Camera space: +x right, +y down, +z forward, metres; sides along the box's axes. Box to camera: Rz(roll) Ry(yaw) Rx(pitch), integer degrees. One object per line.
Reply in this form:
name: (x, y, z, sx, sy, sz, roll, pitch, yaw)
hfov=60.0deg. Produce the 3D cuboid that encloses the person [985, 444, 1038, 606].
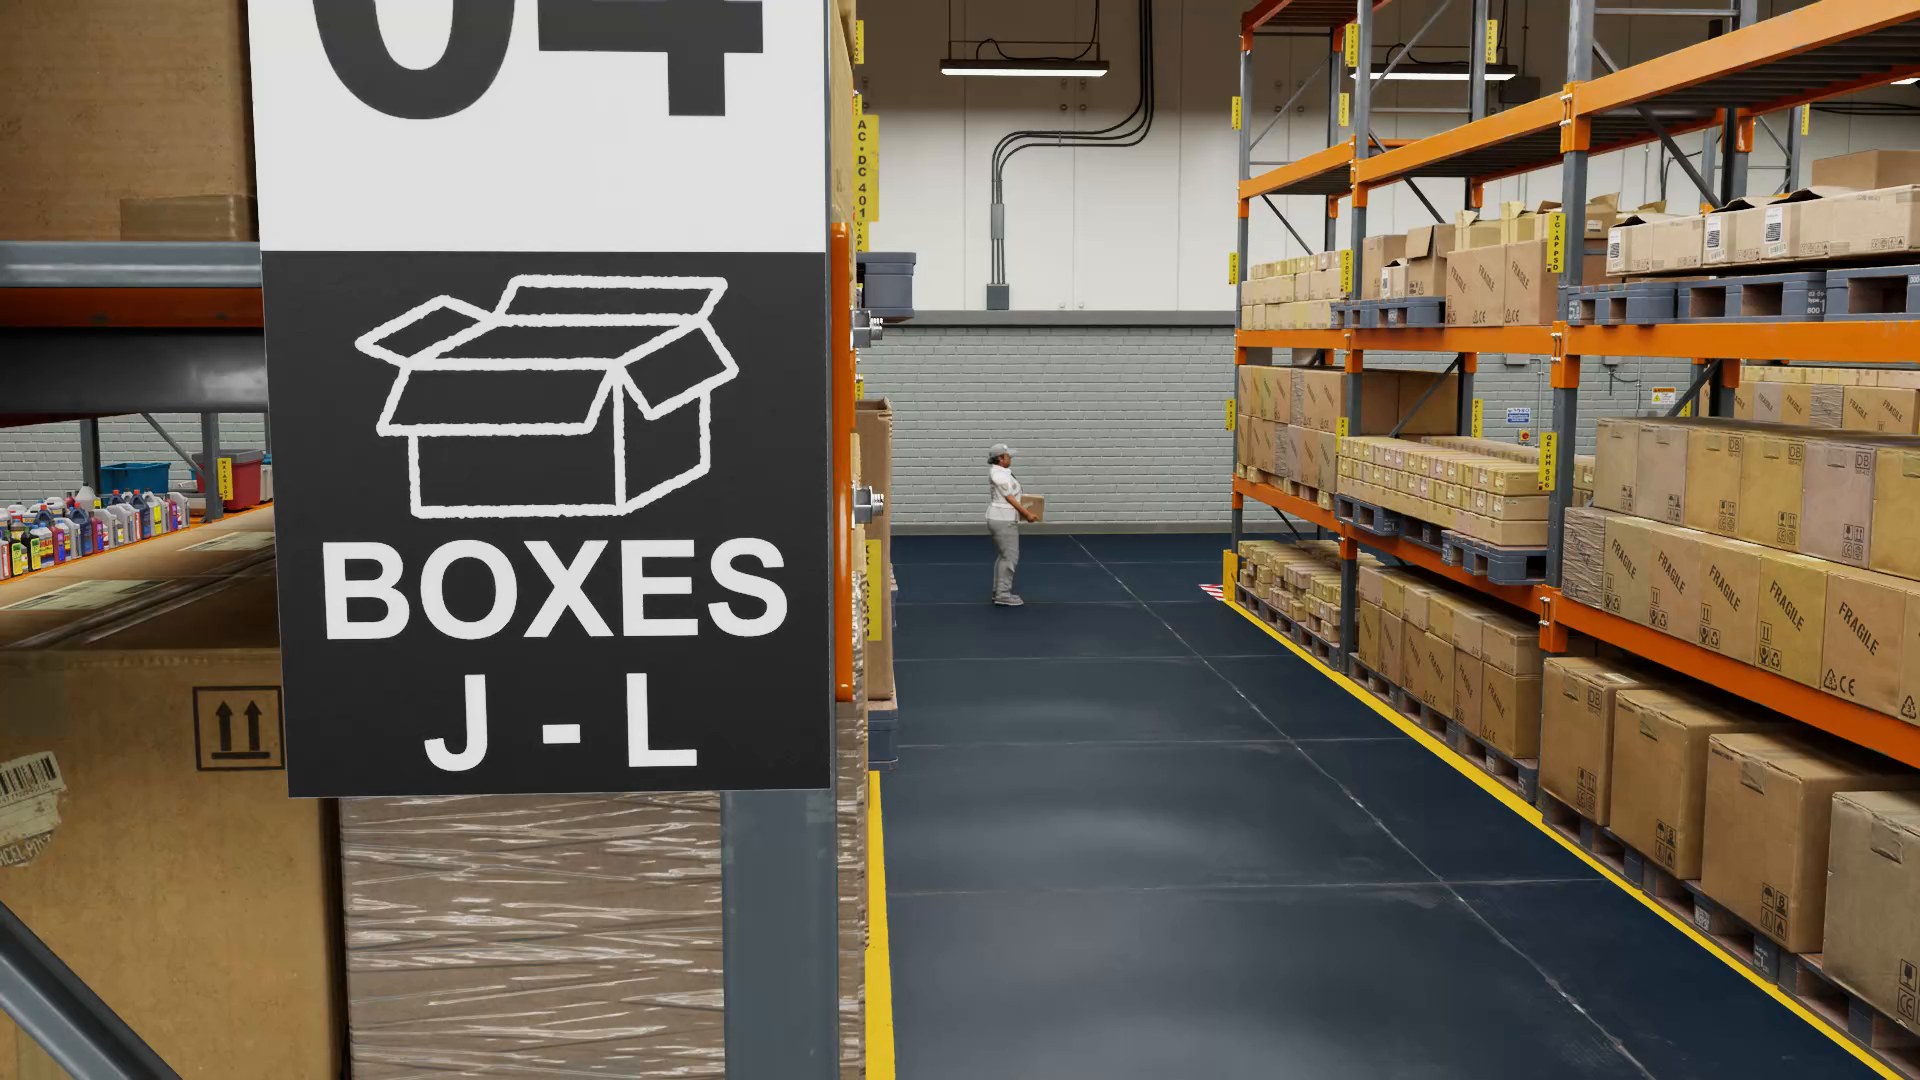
person: (0.532, -0.169, 17.166, 0.535, 1.654, 0.452, 0, 7, -3)
